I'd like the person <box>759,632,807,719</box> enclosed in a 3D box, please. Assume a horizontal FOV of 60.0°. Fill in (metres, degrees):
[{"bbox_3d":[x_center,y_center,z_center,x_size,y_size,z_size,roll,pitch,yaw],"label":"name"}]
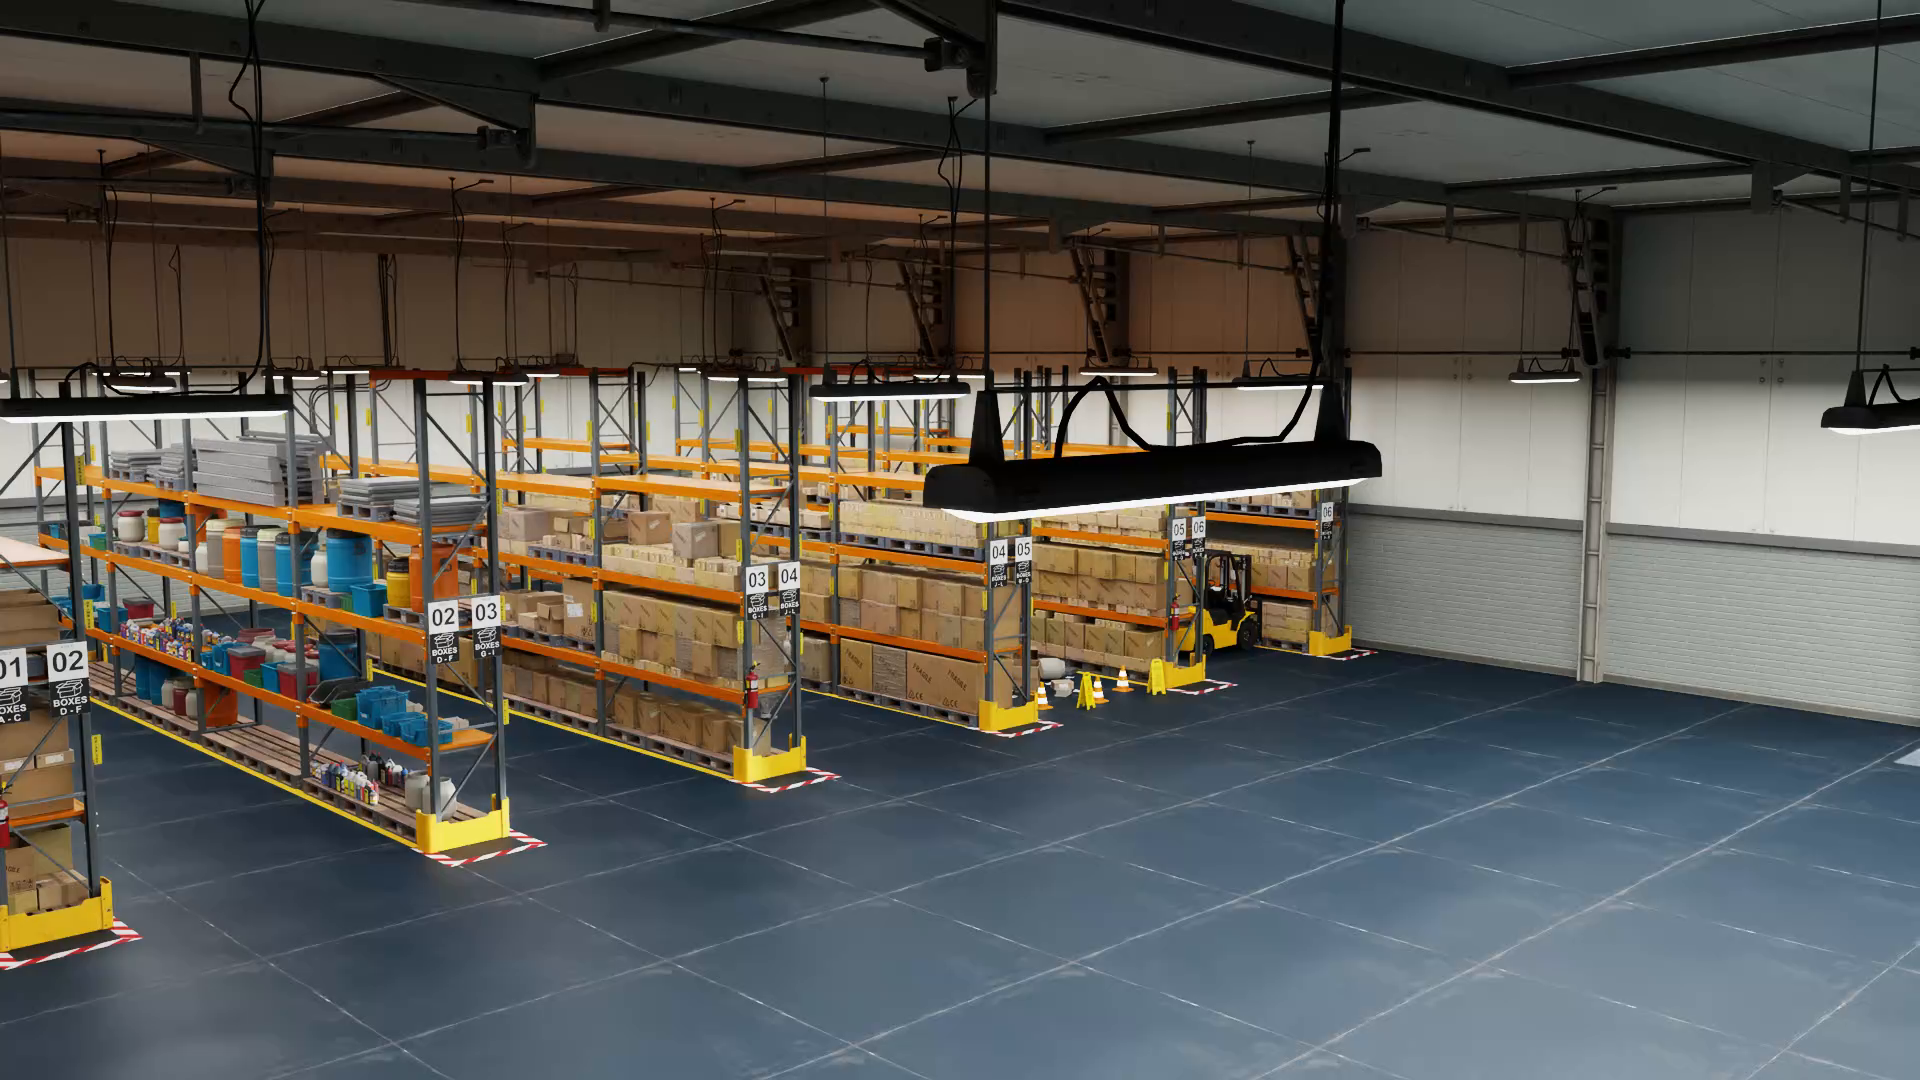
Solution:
[{"bbox_3d":[-3.064,2.322,28.588,0.821,1.589,0.715,1,7,12],"label":"person"}]
